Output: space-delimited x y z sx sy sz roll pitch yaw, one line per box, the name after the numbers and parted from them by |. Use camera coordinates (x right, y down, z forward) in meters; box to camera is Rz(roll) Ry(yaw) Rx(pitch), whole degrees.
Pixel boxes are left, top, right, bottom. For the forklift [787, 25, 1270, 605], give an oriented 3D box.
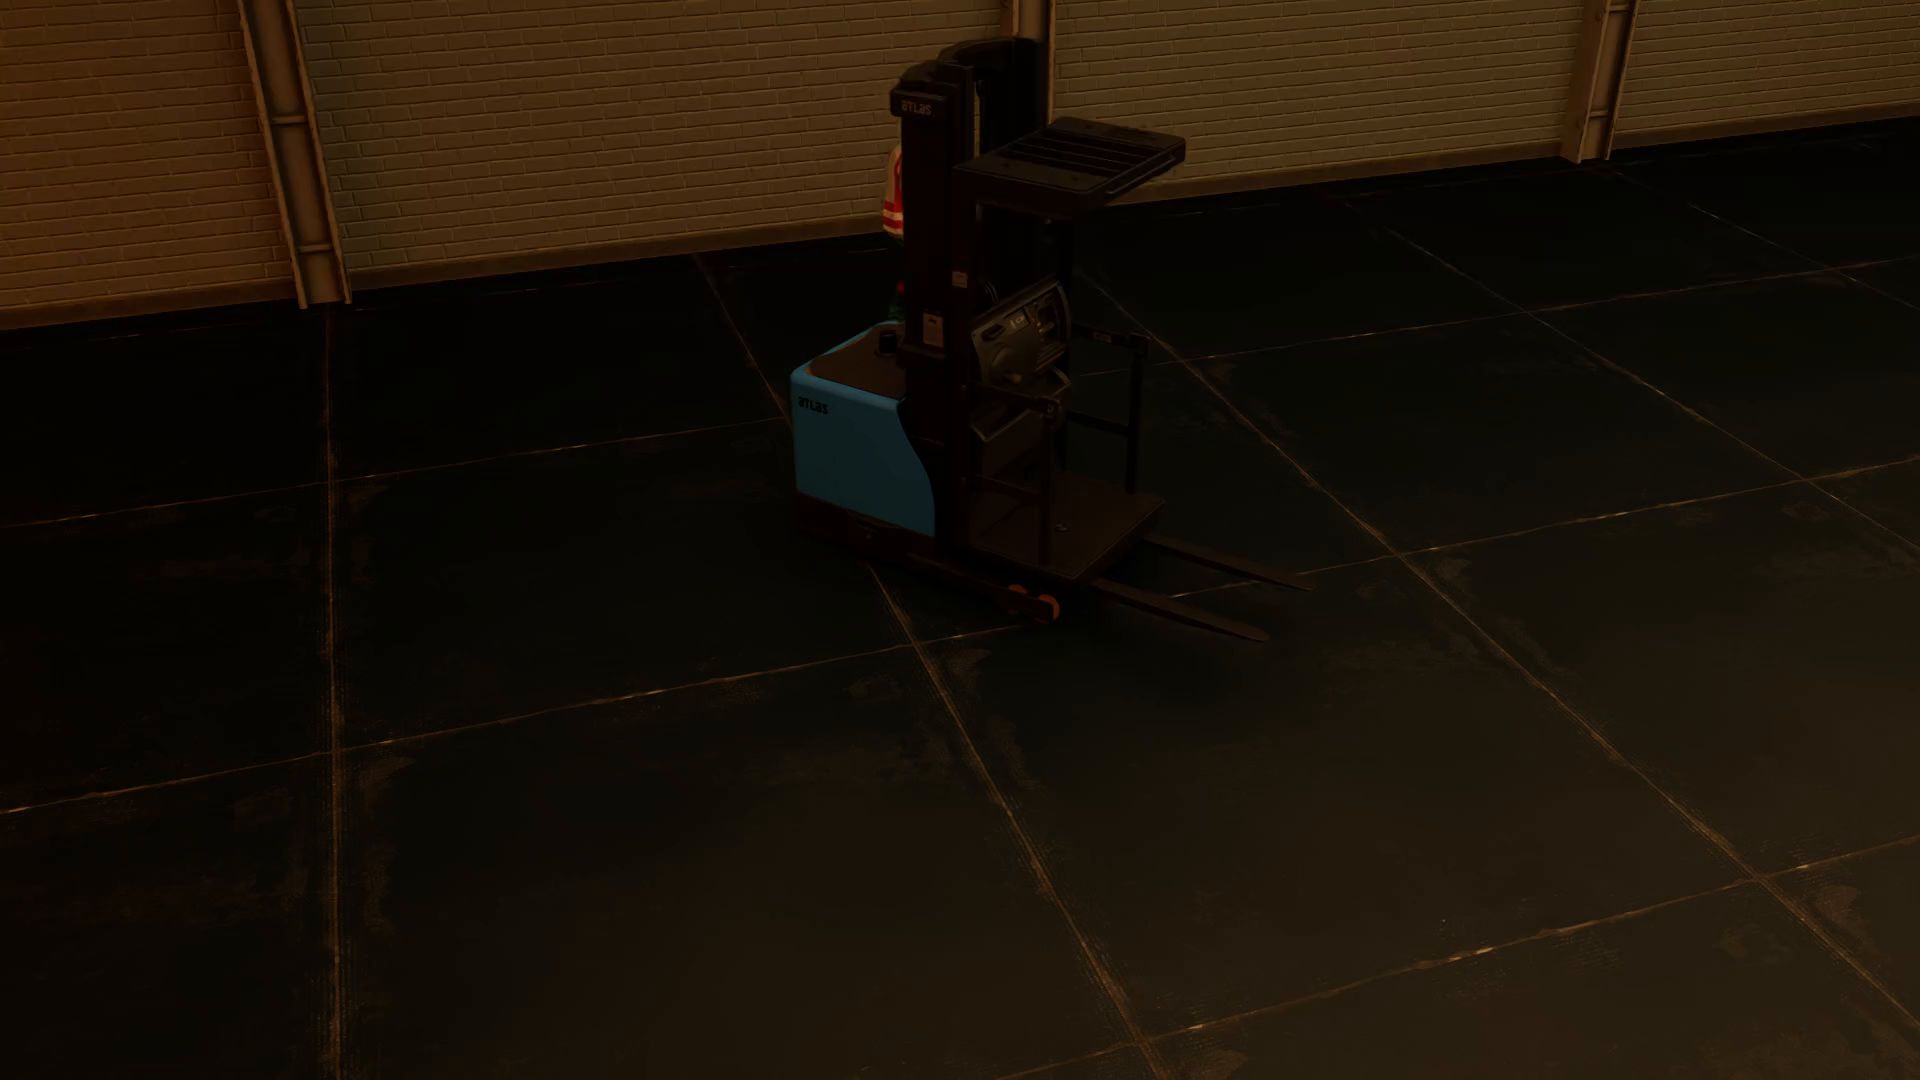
0.523 -1.442 9.593 3.031 2.935 1.130 -17 34 -27 | forklift

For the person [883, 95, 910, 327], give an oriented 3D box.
-0.348 -2.429 12.457 0.396 1.792 0.655 -8 31 -14 | person
